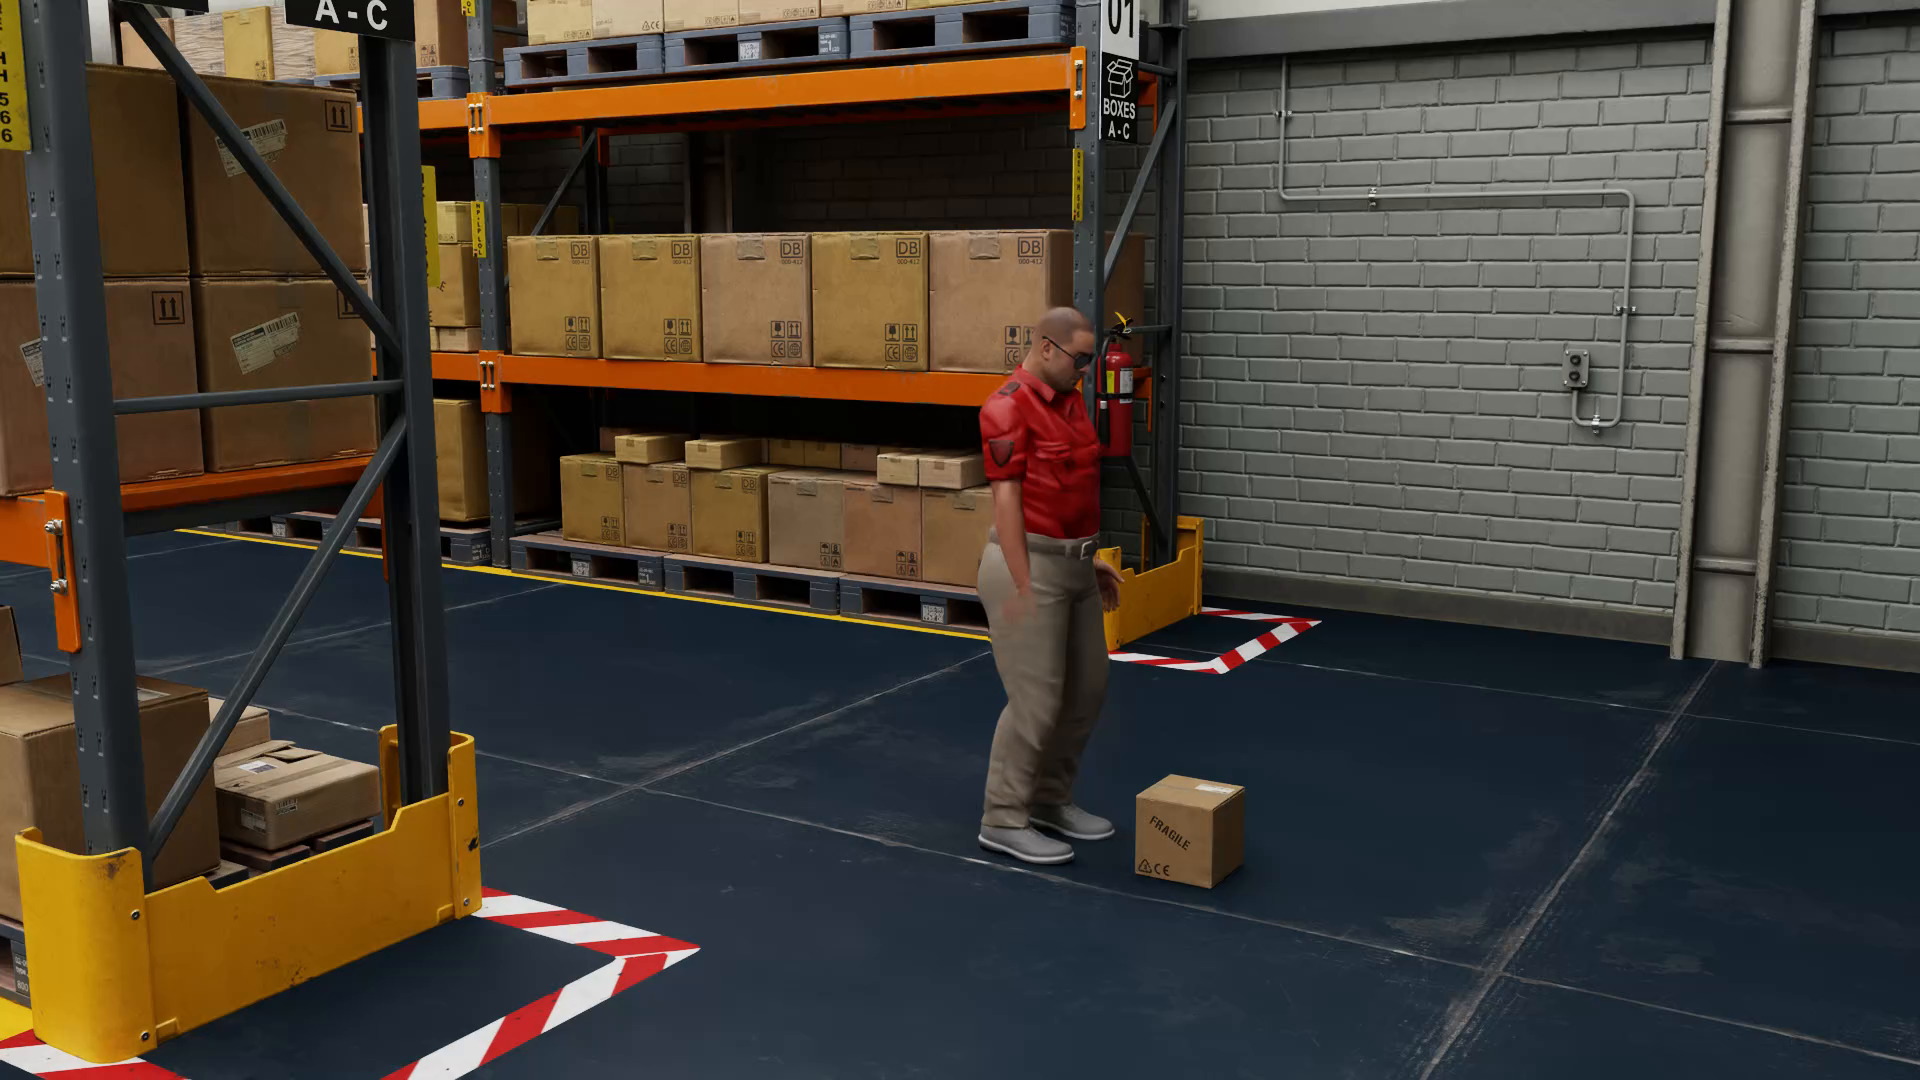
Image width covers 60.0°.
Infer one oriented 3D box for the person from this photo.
[{"bbox_3d":[0.283,0.127,5.246,0.364,1.715,0.538,6,11,32],"label":"person"}]
